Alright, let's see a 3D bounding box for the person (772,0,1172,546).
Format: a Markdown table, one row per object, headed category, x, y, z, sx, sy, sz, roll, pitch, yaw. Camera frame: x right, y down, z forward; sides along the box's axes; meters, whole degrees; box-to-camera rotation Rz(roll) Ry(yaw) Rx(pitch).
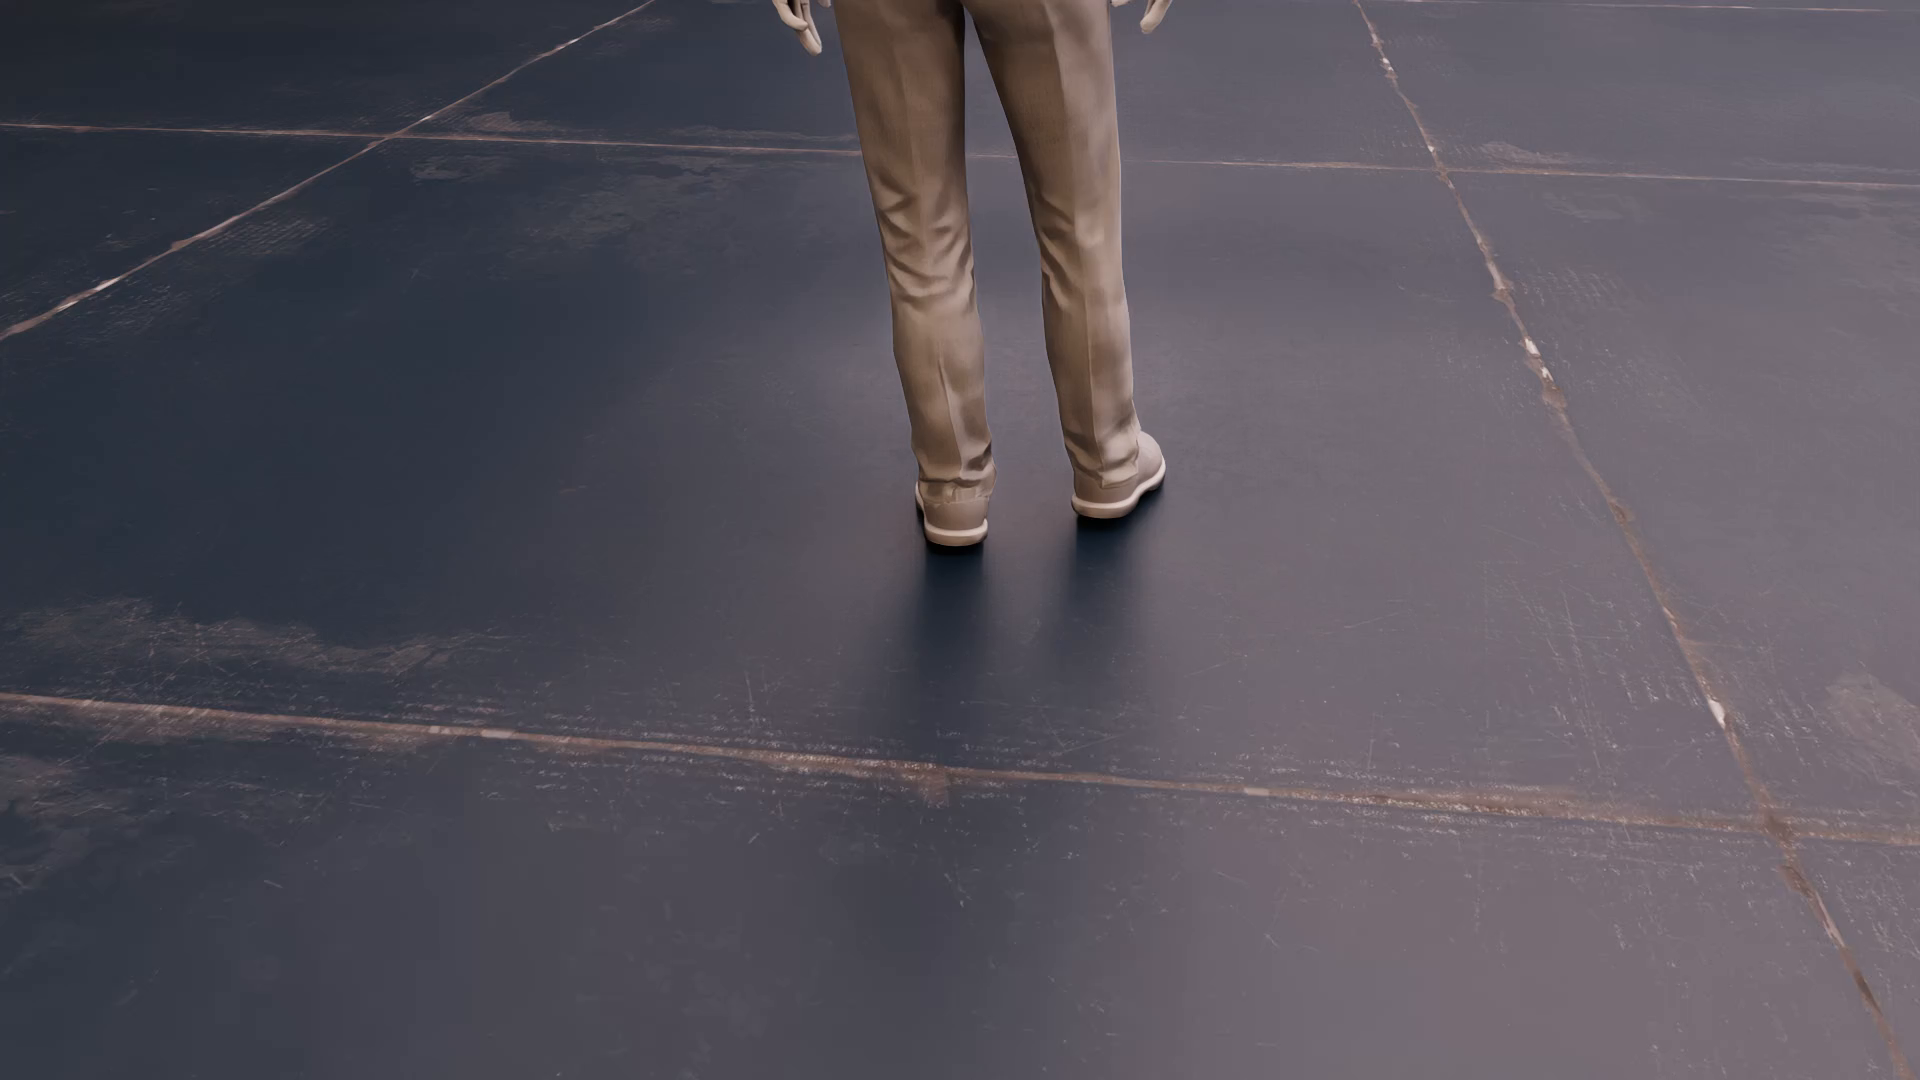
| category | x | y | z | sx | sy | sz | roll | pitch | yaw |
| --- | --- | --- | --- | --- | --- | --- | --- | --- | --- |
| person | 0.016 | -0.793 | 2.179 | 0.588 | 1.693 | 0.531 | 3 | 27 | 7 |
